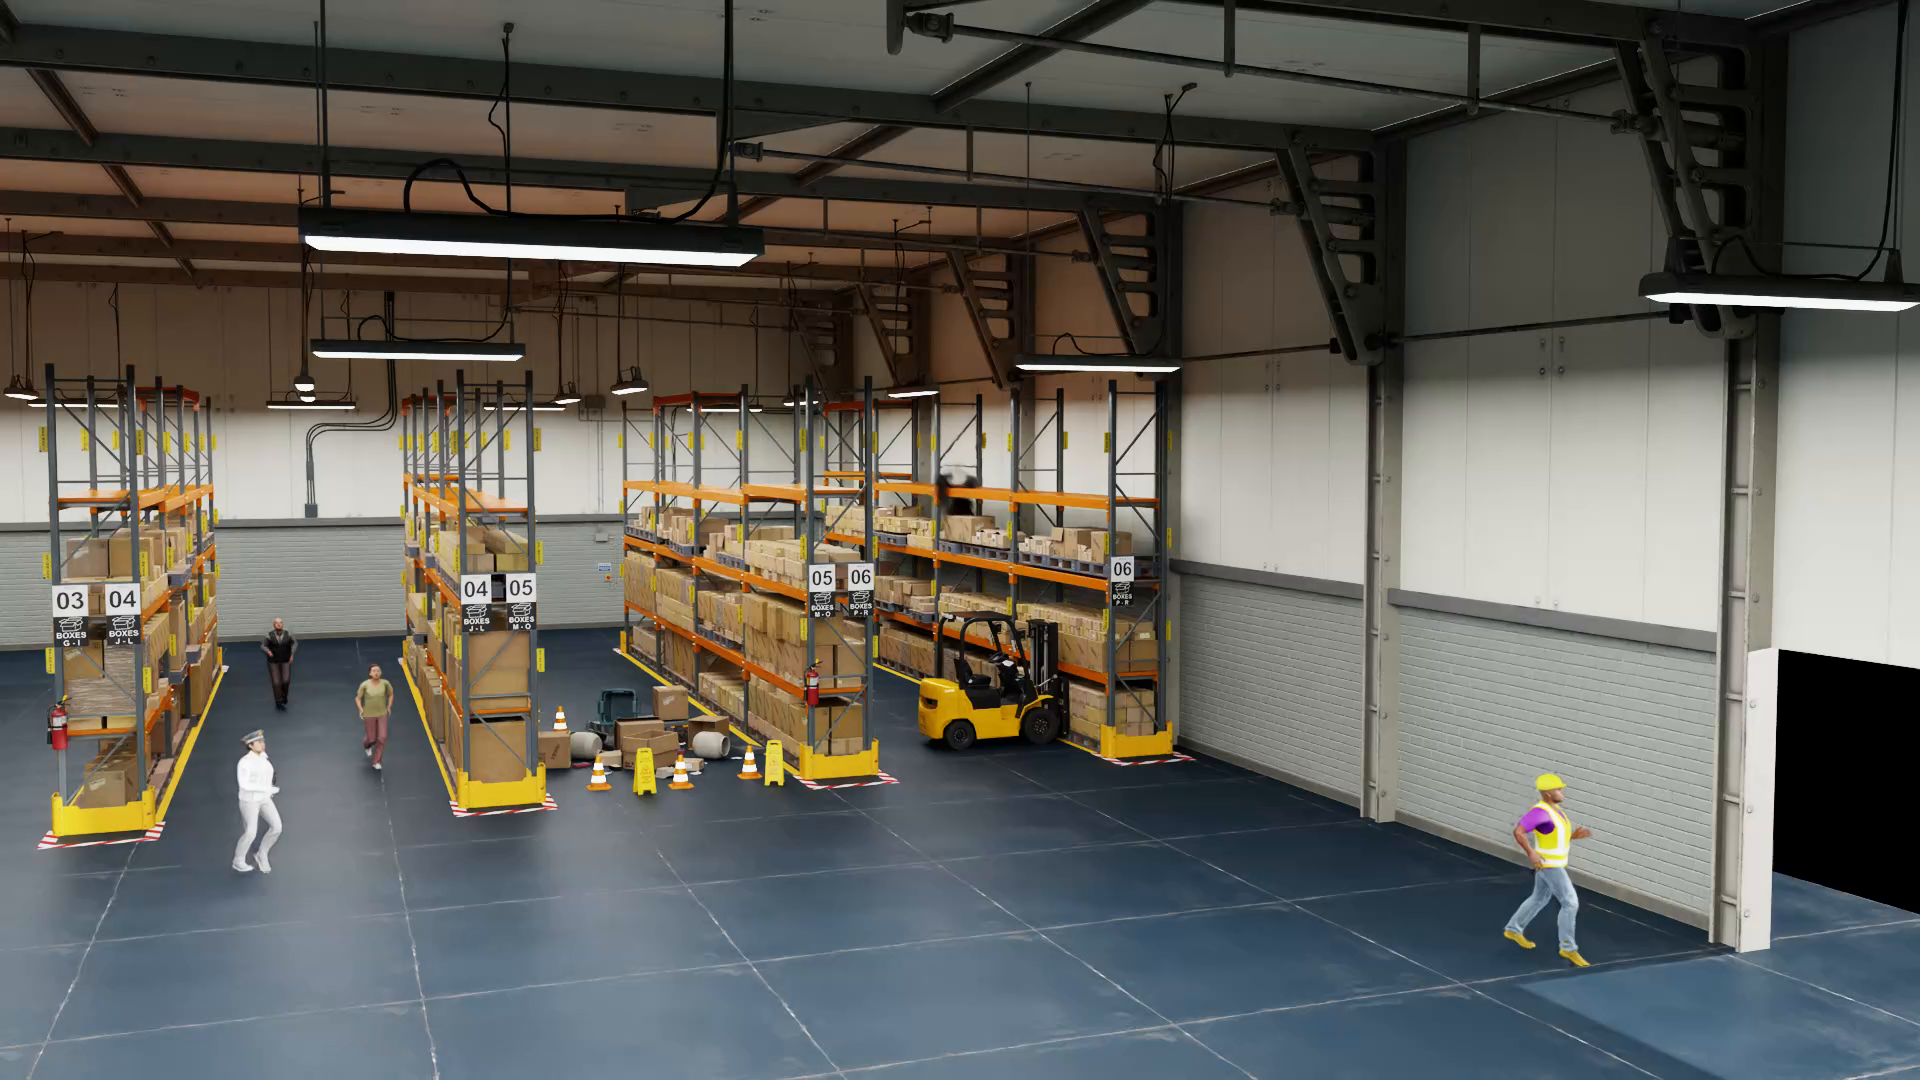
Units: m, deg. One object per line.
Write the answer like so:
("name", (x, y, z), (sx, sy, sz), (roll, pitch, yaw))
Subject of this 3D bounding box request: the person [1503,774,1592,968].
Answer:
("person", (5.690, 3.168, 16.086), (0.820, 1.821, 0.677), (2, 4, 25))

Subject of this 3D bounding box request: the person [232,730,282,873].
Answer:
("person", (-8.135, 3.044, 19.300), (0.675, 1.717, 0.632), (1, 3, 17))

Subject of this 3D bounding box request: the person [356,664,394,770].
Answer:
("person", (-9.026, 2.698, 25.668), (0.569, 1.621, 0.622), (-2, 4, -28))

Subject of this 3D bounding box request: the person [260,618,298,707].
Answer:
("person", (-12.842, 2.361, 31.417), (0.668, 1.609, 0.569), (-2, 4, -26))
